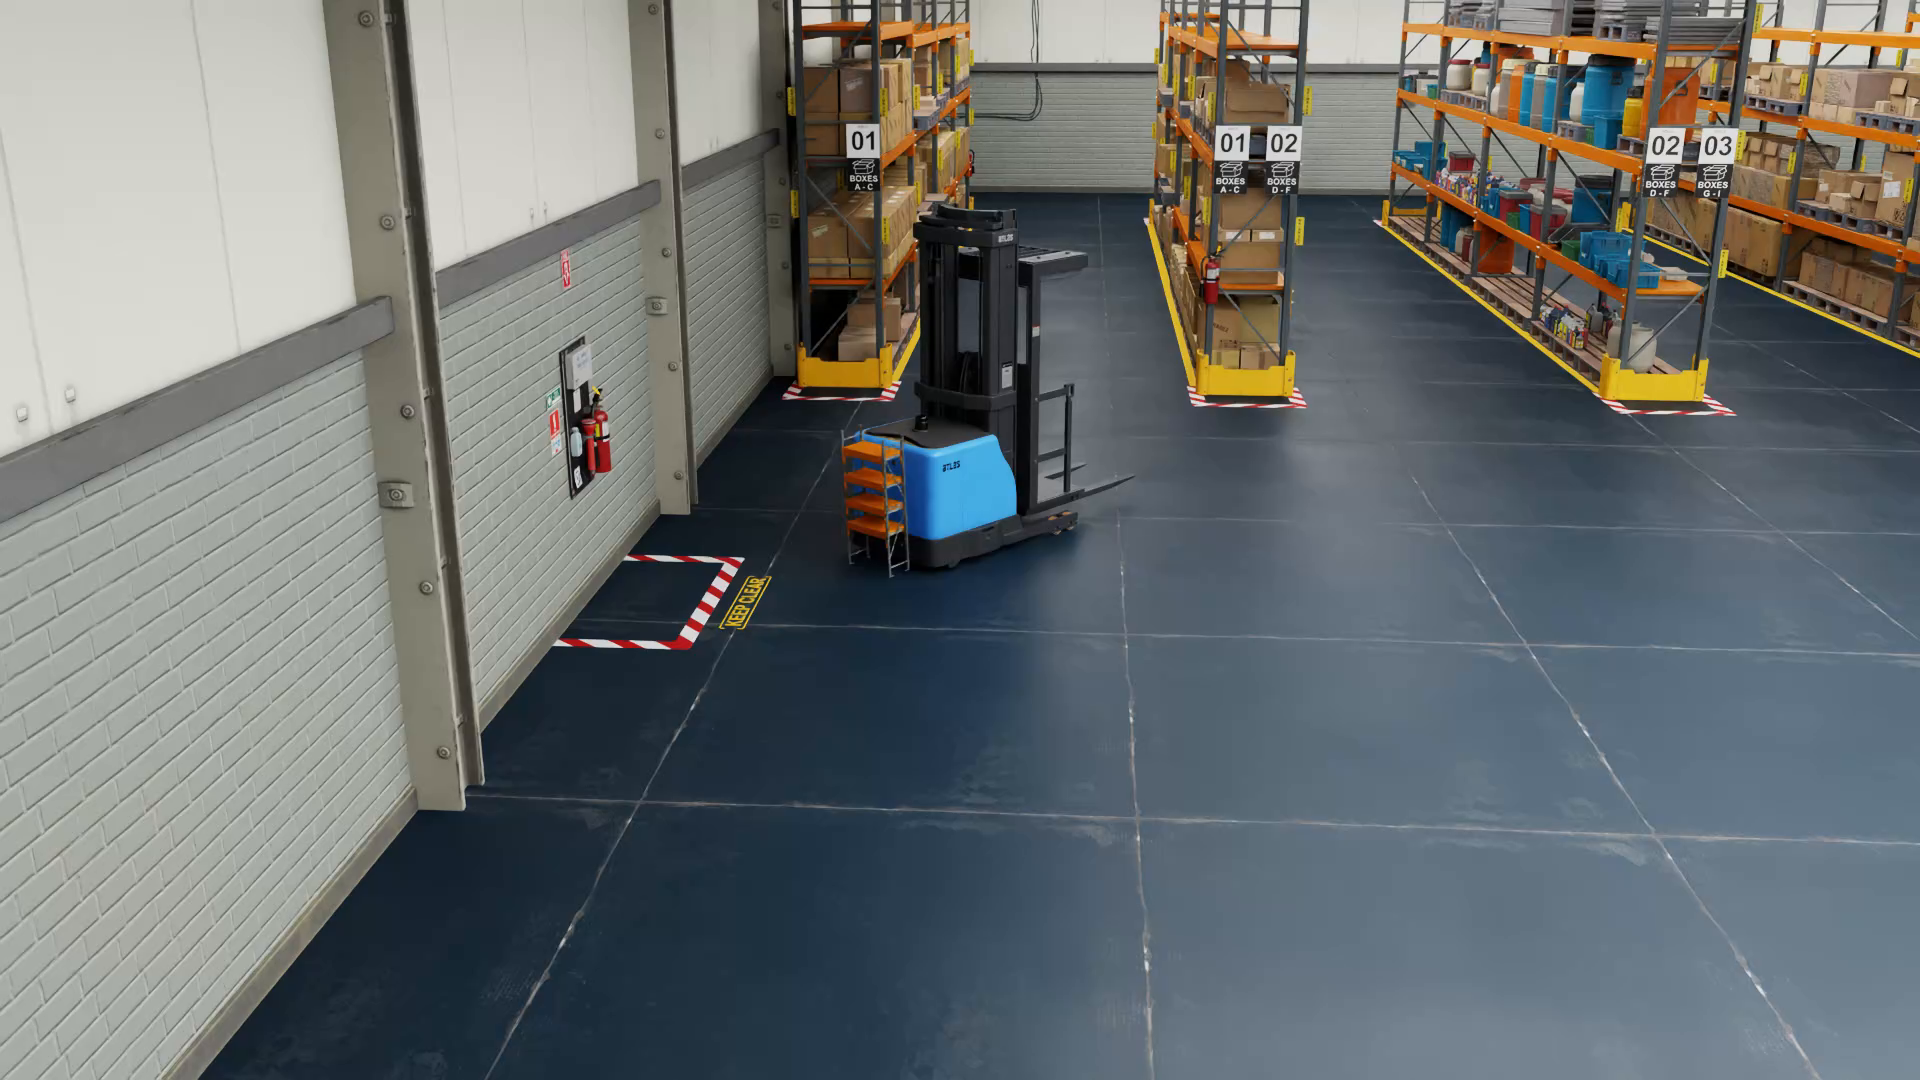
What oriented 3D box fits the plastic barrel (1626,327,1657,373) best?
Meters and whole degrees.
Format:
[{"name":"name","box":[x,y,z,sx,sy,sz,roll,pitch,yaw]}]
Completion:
[{"name":"plastic barrel","box":[8.405,-2.360,20.628,0.421,0.512,0.421,0,18,0]}]

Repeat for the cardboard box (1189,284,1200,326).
[{"name":"cardboard box","box":[3.329,-3.137,22.215,0.500,0.500,0.500,1,18,4]}]

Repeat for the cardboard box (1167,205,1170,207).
[{"name":"cardboard box","box":[4.483,-6.581,33.493,0.797,0.503,0.637,1,18,4]}]

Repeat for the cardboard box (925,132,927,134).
[{"name":"cardboard box","box":[-0.880,-7.502,31.126,0.500,0.250,0.500,2,18,6]}]

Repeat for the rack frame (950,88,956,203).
[{"name":"rack frame","box":[-0.587,-7.084,31.726,1.000,3.000,0.127,1,18,4]}]

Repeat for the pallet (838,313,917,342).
[{"name":"pallet","box":[-1.174,-3.065,23.938,1.003,0.211,1.213,1,18,4]}]

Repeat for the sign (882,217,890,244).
[{"name":"sign","box":[-0.907,-3.757,20.180,0.100,0.325,0.005,1,18,4]}]

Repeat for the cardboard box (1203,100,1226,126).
[{"name":"cardboard box","box":[3.353,-5.433,21.114,0.500,0.311,0.500,3,18,10]}]

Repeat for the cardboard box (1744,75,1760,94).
[{"name":"cardboard box","box":[14.066,-7.996,29.161,0.500,0.311,0.500,1,18,2]}]

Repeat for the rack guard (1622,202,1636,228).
[{"name":"rack guard","box":[14.523,-6.814,34.917,1.175,0.500,0.348,1,18,4]}]

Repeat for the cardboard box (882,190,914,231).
[{"name":"cardboard box","box":[-0.916,-4.585,23.104,0.500,0.500,0.500,1,18,4]}]

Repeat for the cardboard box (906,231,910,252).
[{"name":"cardboard box","box":[-0.957,-4.073,22.744,0.500,0.250,0.500,1,18,4]}]

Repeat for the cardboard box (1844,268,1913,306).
[{"name":"cardboard box","box":[13.819,-3.801,25.013,0.700,0.500,0.500,0,18,-1]}]

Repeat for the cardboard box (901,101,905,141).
[{"name":"cardboard box","box":[-1.002,-5.590,22.156,0.500,0.500,0.500,1,18,2]}]

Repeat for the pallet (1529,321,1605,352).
[{"name":"pallet","box":[8.631,-2.846,23.269,1.003,0.211,1.213,1,18,4]}]

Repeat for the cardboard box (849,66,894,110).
[{"name":"cardboard box","box":[-1.092,-5.584,20.531,0.500,0.500,0.500,1,18,3]}]

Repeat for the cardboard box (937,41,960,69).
[{"name":"cardboard box","box":[-0.257,-9.257,31.741,0.500,0.500,0.500,1,18,3]}]

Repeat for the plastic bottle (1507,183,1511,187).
[{"name":"plastic bottle","box":[9.463,-6.009,28.652,0.097,0.271,0.097,0,18,0]}]

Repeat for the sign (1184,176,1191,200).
[{"name":"sign","box":[3.238,-5.012,23.669,0.100,0.325,0.005,1,18,4]}]

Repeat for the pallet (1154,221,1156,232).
[{"name":"pallet","box":[4.579,-6.621,34.790,1.003,0.211,1.213,1,18,4]}]

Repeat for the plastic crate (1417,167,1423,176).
[{"name":"plastic crate","box":[9.106,-7.114,32.164,0.437,0.125,0.590,1,18,4]}]

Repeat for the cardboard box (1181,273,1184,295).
[{"name":"cardboard box","box":[3.523,-3.782,24.488,0.500,0.311,0.500,1,18,4]}]

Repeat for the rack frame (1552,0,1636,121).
[{"name":"rack frame","box":[8.721,-7.229,22.534,1.000,3.000,0.127,1,18,4]}]

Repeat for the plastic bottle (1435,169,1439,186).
[{"name":"plastic bottle","box":[8.842,-6.703,30.751,0.061,0.283,0.133,1,18,4]}]

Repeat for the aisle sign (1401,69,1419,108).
[{"name":"aisle sign","box":[9.290,-9.370,34.526,0.394,0.787,0.004,1,18,4]}]

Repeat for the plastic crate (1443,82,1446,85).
[{"name":"plastic crate","box":[9.795,-9.117,33.454,0.450,0.188,0.336,1,18,4]}]

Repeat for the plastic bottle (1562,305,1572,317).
[{"name":"plastic bottle","box":[8.393,-3.084,23.065,0.144,0.351,0.185,1,18,4]}]

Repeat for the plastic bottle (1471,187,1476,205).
[{"name":"plastic bottle","box":[8.627,-5.772,27.909,0.061,0.283,0.133,1,18,4]}]

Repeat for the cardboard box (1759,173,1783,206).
[{"name":"cardboard box","box":[13.777,-5.871,27.863,0.500,0.500,0.500,1,18,3]}]

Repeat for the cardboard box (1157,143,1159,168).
[{"name":"cardboard box","box":[4.275,-7.817,33.800,0.500,0.500,0.500,1,18,4]}]

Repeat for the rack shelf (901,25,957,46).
[{"name":"rack shelf","box":[-0.731,-8.782,29.070,1.077,0.370,4.000,1,18,4]}]

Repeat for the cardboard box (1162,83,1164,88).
[{"name":"cardboard box","box":[4.197,-8.796,32.375,0.500,0.250,0.500,1,18,4]}]

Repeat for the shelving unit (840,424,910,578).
[{"name":"shelving unit","box":[-0.713,-0.331,13.985,0.503,1.200,0.258,16,27,40]}]

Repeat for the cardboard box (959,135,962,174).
[{"name":"cardboard box","box":[-0.475,-7.621,32.884,0.980,0.700,0.700,1,18,3]}]

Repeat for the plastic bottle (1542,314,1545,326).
[{"name":"plastic bottle","box":[8.246,-3.105,23.370,0.097,0.201,0.097,0,18,0]}]

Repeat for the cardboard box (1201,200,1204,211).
[{"name":"cardboard box","box":[3.533,-4.609,22.968,0.380,0.149,0.250,1,18,2]}]

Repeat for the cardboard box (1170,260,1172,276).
[{"name":"cardboard box","box":[3.737,-4.469,27.487,0.500,0.250,0.500,1,18,4]}]

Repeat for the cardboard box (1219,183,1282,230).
[{"name":"cardboard box","box":[3.543,-4.073,20.292,0.700,0.500,0.500,1,18,4]}]

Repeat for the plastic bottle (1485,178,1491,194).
[{"name":"plastic bottle","box":[9.374,-6.285,29.495,0.097,0.271,0.097,0,18,0]}]

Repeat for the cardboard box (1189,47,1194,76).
[{"name":"cardboard box","box":[4.178,-8.133,28.342,0.500,0.500,0.500,1,18,4]}]

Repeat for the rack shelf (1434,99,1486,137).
[{"name":"rack shelf","box":[9.151,-7.326,28.800,1.077,0.370,4.000,1,18,4]}]

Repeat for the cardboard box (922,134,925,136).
[{"name":"cardboard box","box":[-0.911,-7.339,30.629,0.500,0.250,0.500,1,18,5]}]

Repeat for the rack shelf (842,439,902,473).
[{"name":"rack shelf","box":[-0.726,-0.699,13.849,0.480,0.148,0.258,16,27,40]}]

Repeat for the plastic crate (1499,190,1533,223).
[{"name":"plastic crate","box":[8.586,-5.156,25.739,0.402,0.464,0.583,1,18,4]}]

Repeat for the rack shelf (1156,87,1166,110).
[{"name":"rack shelf","box":[4.497,-8.680,32.933,1.077,0.370,4.000,1,18,4]}]

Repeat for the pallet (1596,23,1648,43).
[{"name":"pallet","box":[8.604,-6.313,20.683,1.003,0.211,1.213,1,18,4]}]

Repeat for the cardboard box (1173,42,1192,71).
[{"name":"cardboard box","box":[4.351,-9.075,31.217,0.700,0.500,0.500,1,18,4]}]

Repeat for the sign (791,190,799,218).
[{"name":"sign","box":[-2.000,-4.076,20.179,0.100,0.325,0.005,1,18,4]}]

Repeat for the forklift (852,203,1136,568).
[{"name":"forklift","box":[0.430,-1.537,14.905,1.130,2.935,3.031,16,24,40]}]

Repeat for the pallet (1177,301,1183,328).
[{"name":"pallet","box":[3.794,-3.395,24.944,1.003,0.211,1.213,1,18,4]}]

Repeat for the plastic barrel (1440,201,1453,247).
[{"name":"plastic barrel","box":[9.238,-5.897,30.798,0.600,0.901,0.708,1,18,4]}]

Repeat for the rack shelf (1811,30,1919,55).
[{"name":"rack shelf","box":[13.804,-7.208,24.267,1.077,0.370,4.000,1,18,4]}]

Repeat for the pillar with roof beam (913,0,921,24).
[{"name":"pillar with roof beam","box":[3.324,-11.939,36.908,9.100,9.000,0.400,1,18,4]}]

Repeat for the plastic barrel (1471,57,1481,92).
[{"name":"plastic barrel","box":[9.431,-8.290,29.610,0.600,0.588,0.600,0,18,0]}]

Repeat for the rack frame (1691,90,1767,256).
[{"name":"rack frame","box":[14.234,-6.753,30.713,1.000,3.000,0.127,1,18,4]}]

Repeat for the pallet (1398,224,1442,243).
[{"name":"pallet","box":[9.393,-6.147,33.344,1.003,0.211,1.213,1,18,4]}]

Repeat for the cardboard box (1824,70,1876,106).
[{"name":"cardboard box","box":[13.617,-6.923,25.453,0.500,0.500,0.500,1,18,4]}]
